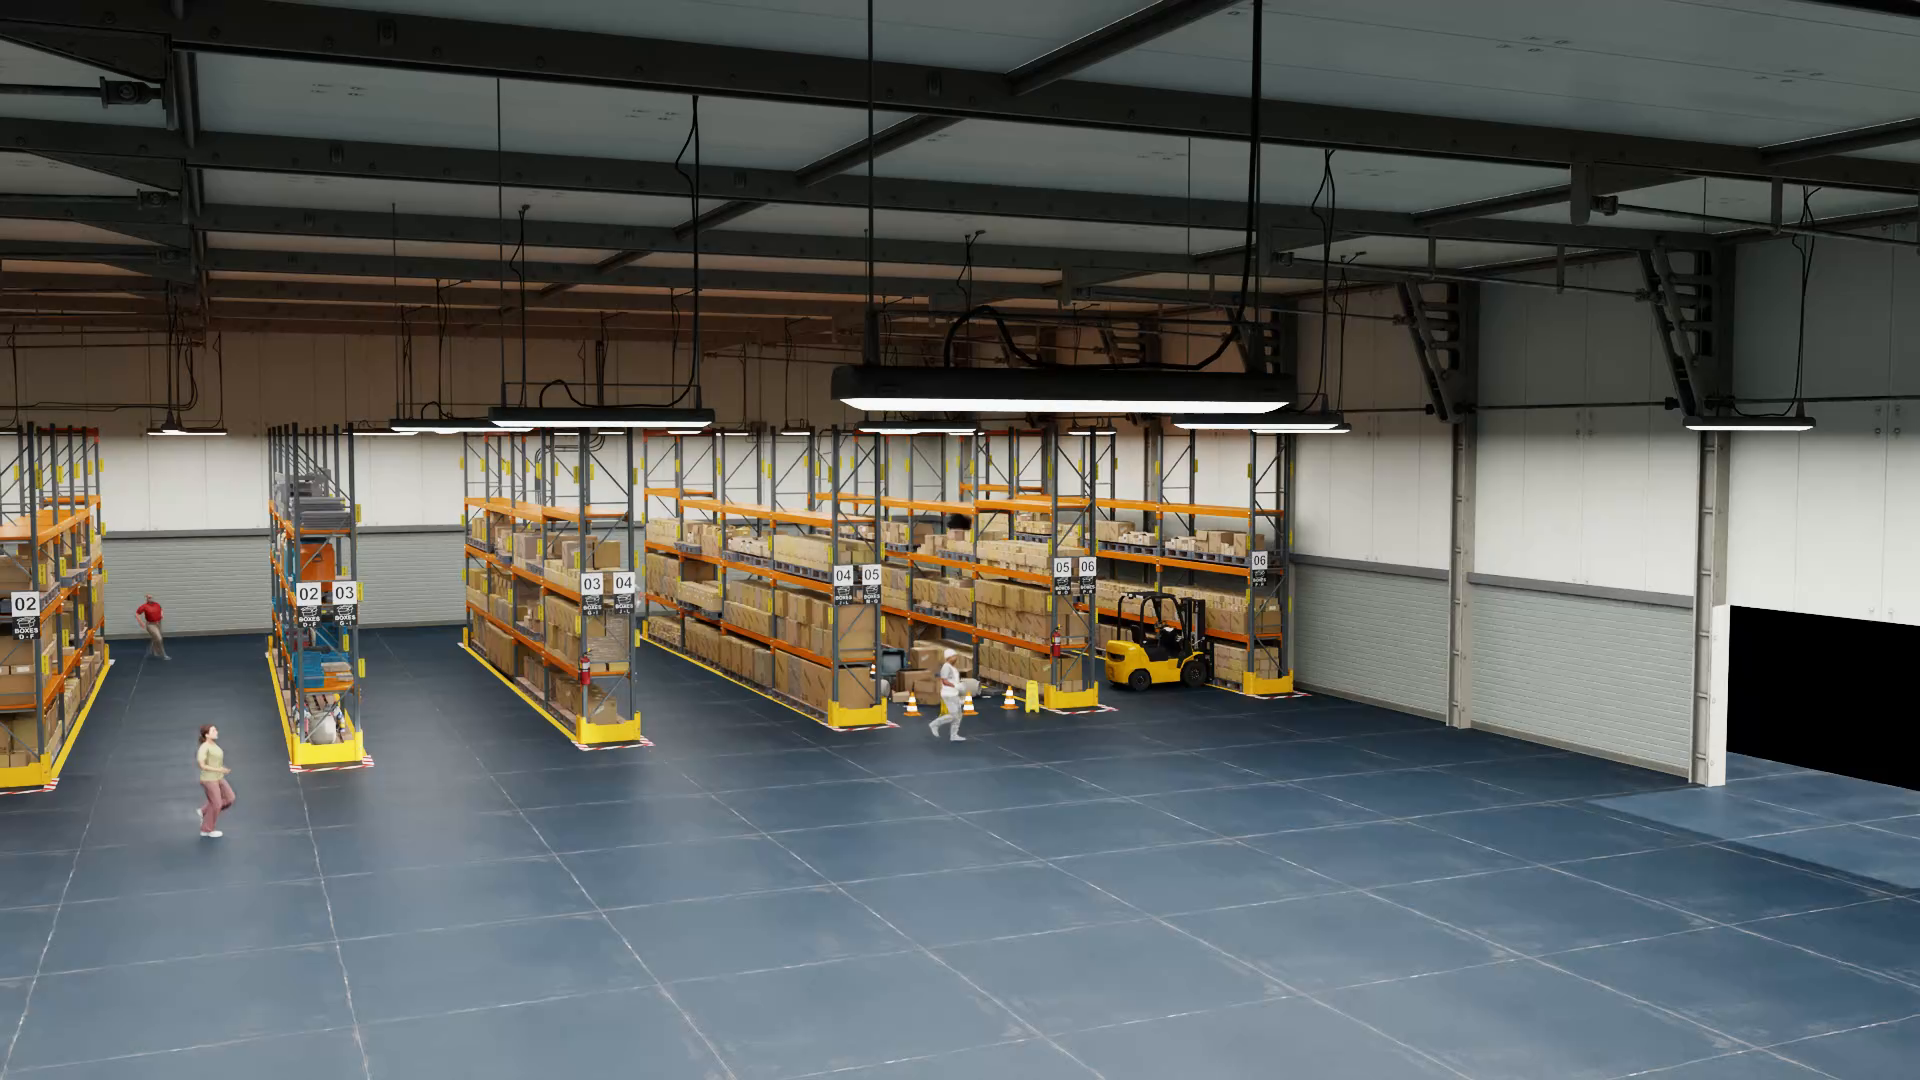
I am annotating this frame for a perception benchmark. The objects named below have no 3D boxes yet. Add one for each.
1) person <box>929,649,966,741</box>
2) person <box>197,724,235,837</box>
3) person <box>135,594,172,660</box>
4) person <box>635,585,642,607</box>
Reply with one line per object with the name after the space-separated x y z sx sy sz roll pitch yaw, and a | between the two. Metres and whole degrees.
-0.211 2.930 31.381 0.721 1.761 0.714 1 4 10 | person
-10.736 3.449 23.908 0.542 1.631 0.576 0 3 -2 | person
-20.841 2.247 42.978 0.861 1.723 0.712 2 4 24 | person
-9.672 1.885 48.499 0.725 1.767 0.642 2 4 35 | person
